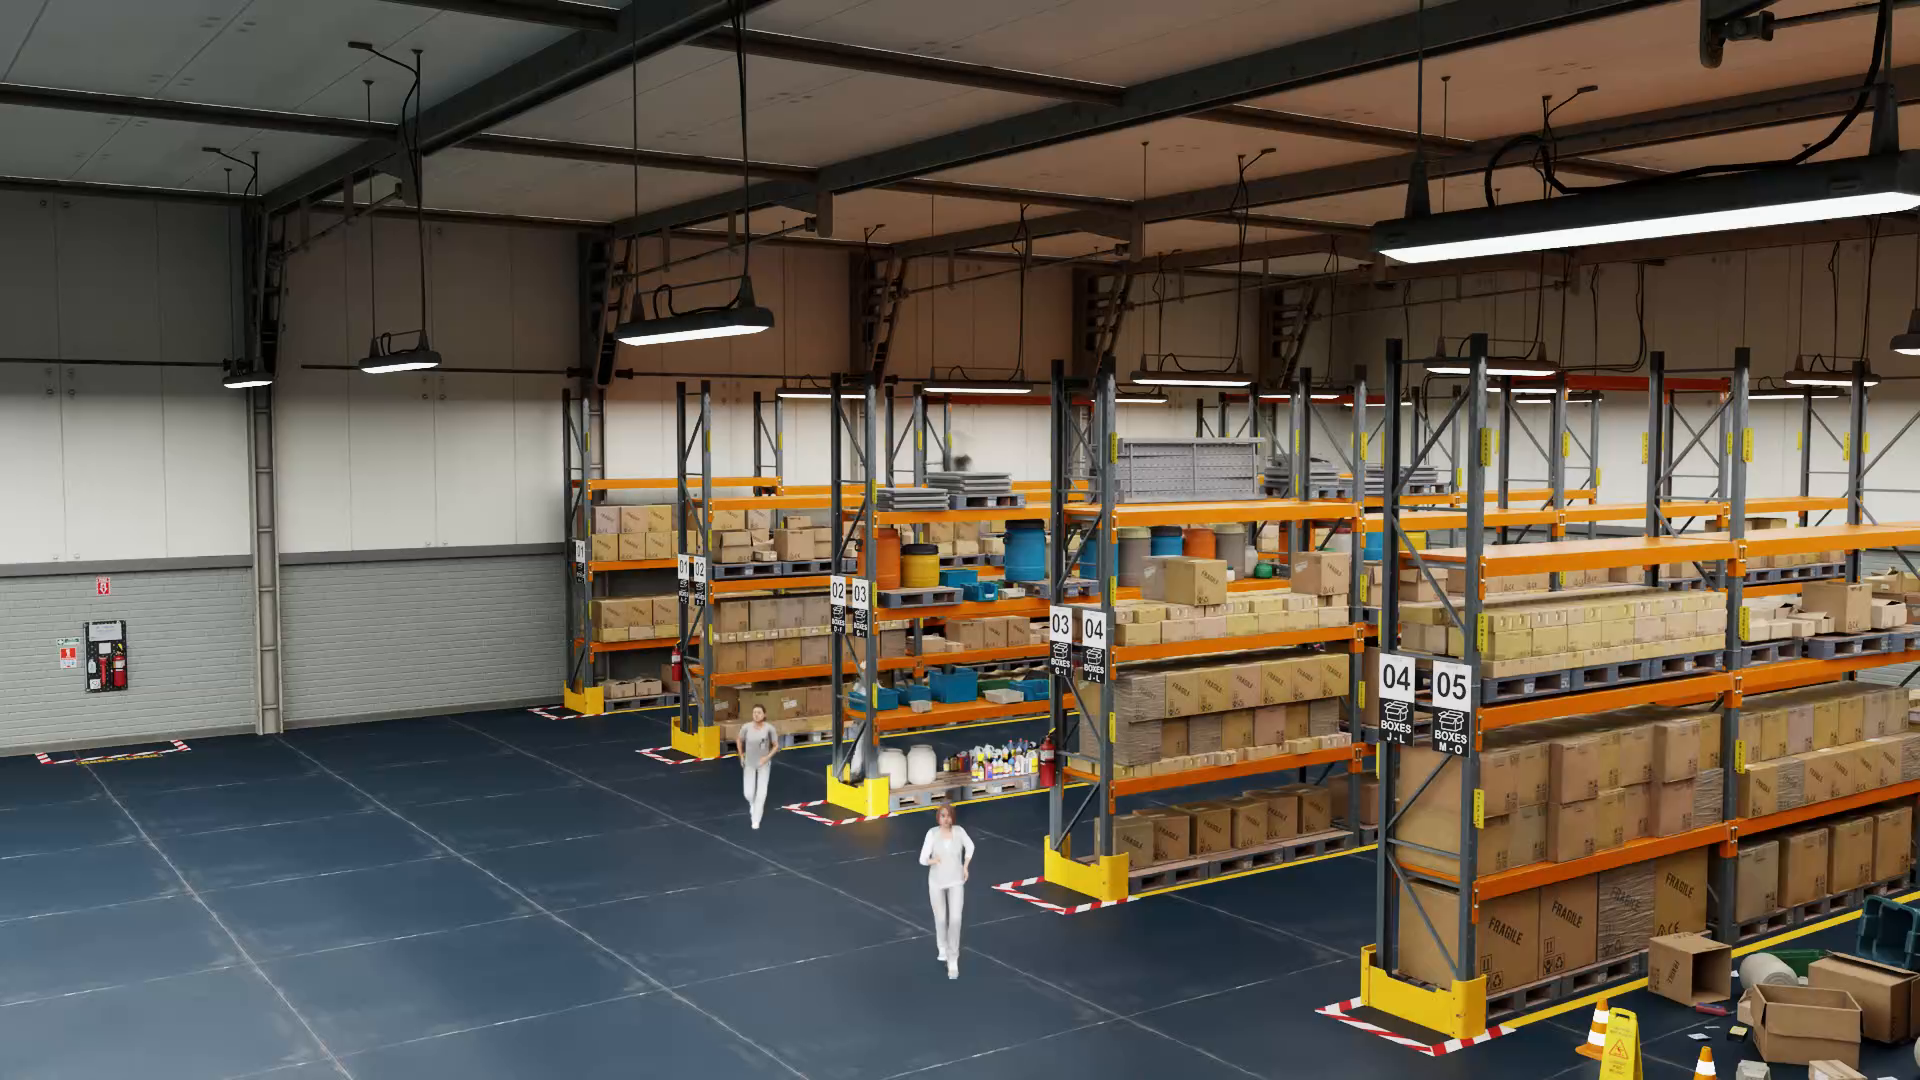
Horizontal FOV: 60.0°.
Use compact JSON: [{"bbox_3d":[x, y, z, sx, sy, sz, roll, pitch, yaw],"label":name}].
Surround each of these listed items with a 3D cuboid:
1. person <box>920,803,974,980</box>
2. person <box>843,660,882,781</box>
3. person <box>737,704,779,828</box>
[{"bbox_3d":[-0.128,3.335,15.934,0.516,1.635,0.677,0,4,1],"label":"person"},{"bbox_3d":[-1.418,2.668,24.747,0.971,1.758,0.657,-3,5,-37],"label":"person"},{"bbox_3d":[-2.658,2.956,21.866,0.563,1.637,0.547,0,4,0],"label":"person"}]
